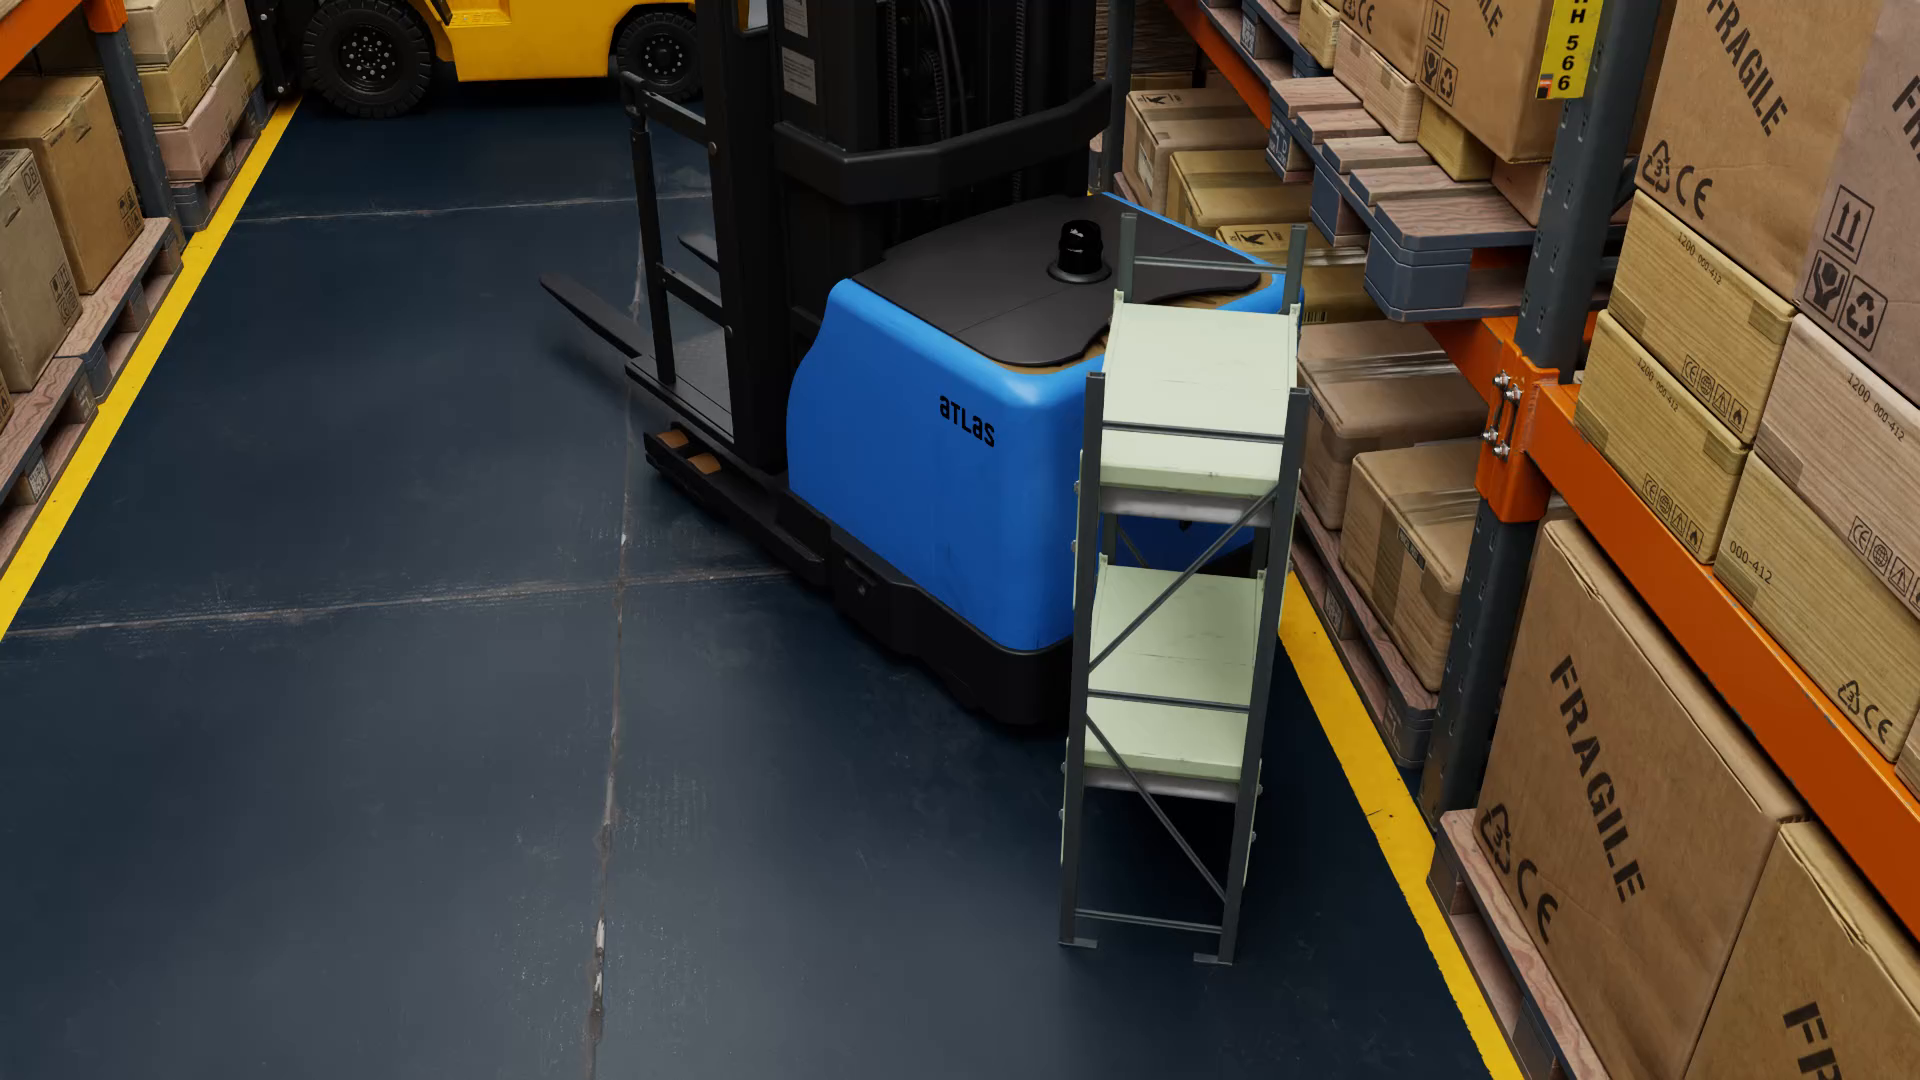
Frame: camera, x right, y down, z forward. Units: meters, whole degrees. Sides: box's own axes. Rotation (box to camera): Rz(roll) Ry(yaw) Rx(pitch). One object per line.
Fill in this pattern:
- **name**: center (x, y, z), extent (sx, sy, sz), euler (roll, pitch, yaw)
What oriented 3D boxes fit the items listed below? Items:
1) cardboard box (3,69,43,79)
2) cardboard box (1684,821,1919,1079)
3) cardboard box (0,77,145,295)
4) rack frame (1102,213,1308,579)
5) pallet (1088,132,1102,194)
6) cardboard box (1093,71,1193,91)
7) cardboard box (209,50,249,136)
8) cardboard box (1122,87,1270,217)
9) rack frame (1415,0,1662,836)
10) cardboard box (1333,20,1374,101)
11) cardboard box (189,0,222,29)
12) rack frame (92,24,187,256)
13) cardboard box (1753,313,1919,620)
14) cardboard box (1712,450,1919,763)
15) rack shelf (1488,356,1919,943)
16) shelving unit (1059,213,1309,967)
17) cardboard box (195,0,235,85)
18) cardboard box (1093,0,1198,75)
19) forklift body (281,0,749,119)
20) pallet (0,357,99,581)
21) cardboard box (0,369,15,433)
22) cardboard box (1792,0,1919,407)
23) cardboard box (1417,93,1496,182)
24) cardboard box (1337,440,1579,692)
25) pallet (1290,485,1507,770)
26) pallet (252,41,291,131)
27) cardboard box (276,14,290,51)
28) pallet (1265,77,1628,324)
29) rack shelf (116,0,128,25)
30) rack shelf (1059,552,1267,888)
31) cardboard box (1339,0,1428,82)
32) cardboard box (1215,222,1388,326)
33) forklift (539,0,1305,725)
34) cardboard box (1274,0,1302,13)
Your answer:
- **cardboard box**: center (-4.053, -1.925, 7.036), extent (0.500, 0.250, 0.500), euler (-5, 35, -7)
- **cardboard box**: center (1.798, 1.023, 2.598), extent (0.875, 0.875, 0.875), euler (-4, 34, -6)
- **cardboard box**: center (-3.703, -1.327, 6.269), extent (0.875, 0.625, 0.625), euler (-3, 34, -4)
- **rack frame**: center (0.550, -0.071, 4.023), extent (0.400, 1.500, 0.023), euler (5, 35, 8)
- **pallet**: center (1.009, -2.023, 8.031), extent (1.003, 0.211, 1.213), euler (-4, 35, -6)
- **cardboard box**: center (0.788, -2.150, 7.810), extent (0.500, 0.250, 0.500), euler (-3, 34, -4)
- **cardboard box**: center (-3.605, -2.039, 7.648), extent (0.500, 0.250, 0.500), euler (-5, 35, -7)
- **cardboard box**: center (1.207, -1.598, 6.892), extent (0.950, 0.372, 0.625), euler (-4, 34, -6)
- **rack frame**: center (1.672, -0.571, 3.424), extent (1.000, 3.000, 0.127), euler (-4, 35, -6)
- **cardboard box**: center (1.183, -1.228, 4.239), extent (0.380, 0.149, 0.250), euler (-6, 35, -9)
- **cardboard box**: center (-3.597, -2.455, 7.370), extent (0.500, 0.250, 0.500), euler (-4, 35, -6)
- **rack frame**: center (-3.784, -2.425, 6.145), extent (1.000, 3.000, 0.127), euler (-4, 35, -6)
- **cardboard box**: center (1.564, -0.125, 2.460), extent (0.500, 0.250, 0.500), euler (-4, 34, -5)
- **cardboard box**: center (1.575, 0.069, 2.619), extent (0.500, 0.250, 0.500), euler (-5, 35, -8)
- **rack shelf**: center (1.941, 0.843, 1.989), extent (1.077, 0.370, 4.000), euler (-4, 35, -6)
- **shelving unit**: center (0.489, 0.132, 3.725), extent (0.431, 1.500, 0.755), euler (5, 35, 8)
- **cardboard box**: center (-3.613, -2.243, 7.503), extent (0.500, 0.250, 0.500), euler (-5, 35, -7)
- **cardboard box**: center (0.789, -2.460, 7.599), extent (0.500, 0.500, 0.500), euler (-5, 35, -7)
- **forklift body**: center (-2.259, -3.386, 8.309), extent (2.313, 2.155, 1.214), euler (-4, 35, -6)
- **pallet**: center (-3.479, -0.182, 5.330), extent (1.003, 0.211, 1.213), euler (-4, 35, -6)
- **cardboard box**: center (-3.503, -0.474, 5.017), extent (0.875, 0.625, 0.625), euler (-6, 35, -8)
- **cardboard box**: center (1.572, -0.455, 2.278), extent (0.500, 0.500, 0.500), euler (-4, 35, -6)
- **cardboard box**: center (1.287, -0.950, 3.830), extent (0.380, 0.149, 0.250), euler (-4, 34, -6)
- **cardboard box**: center (1.606, 0.026, 4.509), extent (0.950, 0.372, 0.625), euler (-7, 35, -10)
- **pallet**: center (1.568, 0.145, 4.849), extent (1.003, 0.211, 1.213), euler (-4, 35, -6)
- **pallet**: center (-4.017, -2.402, 8.587), extent (1.003, 0.211, 1.213), euler (-4, 35, -6)
- **cardboard box**: center (-3.738, -2.610, 8.485), extent (0.500, 0.250, 0.500), euler (-3, 34, -5)
- **pallet**: center (1.471, -0.881, 4.050), extent (1.213, 0.211, 1.003), euler (-4, 35, -6)
- **rack shelf**: center (-4.053, -3.244, 7.985), extent (1.077, 0.370, 4.000), euler (-4, 35, -6)
- **rack shelf**: center (0.489, 0.401, 3.908), extent (0.431, 0.370, 0.720), euler (5, 35, 8)
- **cardboard box**: center (1.255, -1.429, 3.957), extent (0.500, 0.500, 0.500), euler (-5, 35, -7)
- **cardboard box**: center (1.402, -0.809, 5.734), extent (0.950, 0.372, 0.625), euler (-3, 34, -5)
- **forklift**: center (-0.392, -1.484, 4.825), extent (1.130, 2.935, 3.031), euler (-24, 41, -31)
- **cardboard box**: center (1.108, -1.664, 4.879), extent (0.380, 0.149, 0.250), euler (-5, 35, -8)
